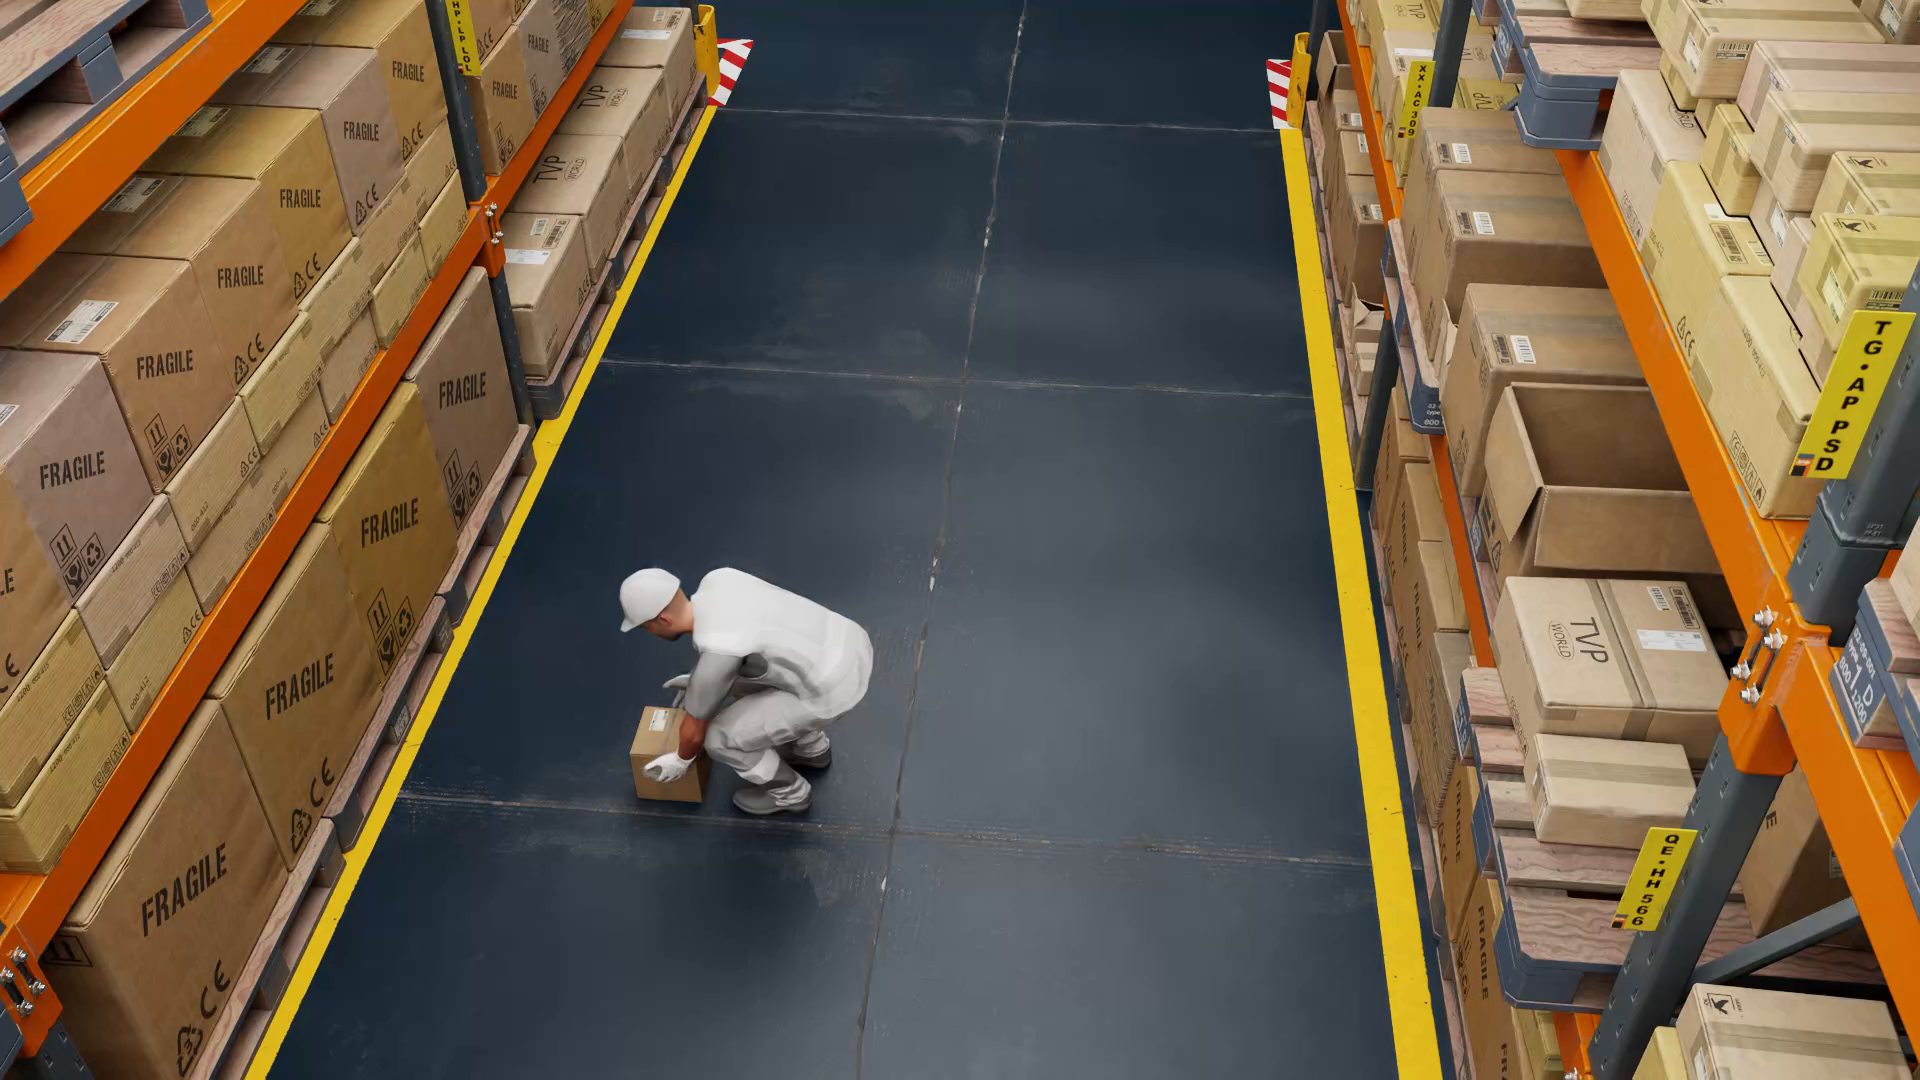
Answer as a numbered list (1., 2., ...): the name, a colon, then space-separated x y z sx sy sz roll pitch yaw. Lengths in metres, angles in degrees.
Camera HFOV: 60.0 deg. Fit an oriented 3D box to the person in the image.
1. person: -0.751 0.535 6.041 0.866 1.091 0.581 3 40 4
